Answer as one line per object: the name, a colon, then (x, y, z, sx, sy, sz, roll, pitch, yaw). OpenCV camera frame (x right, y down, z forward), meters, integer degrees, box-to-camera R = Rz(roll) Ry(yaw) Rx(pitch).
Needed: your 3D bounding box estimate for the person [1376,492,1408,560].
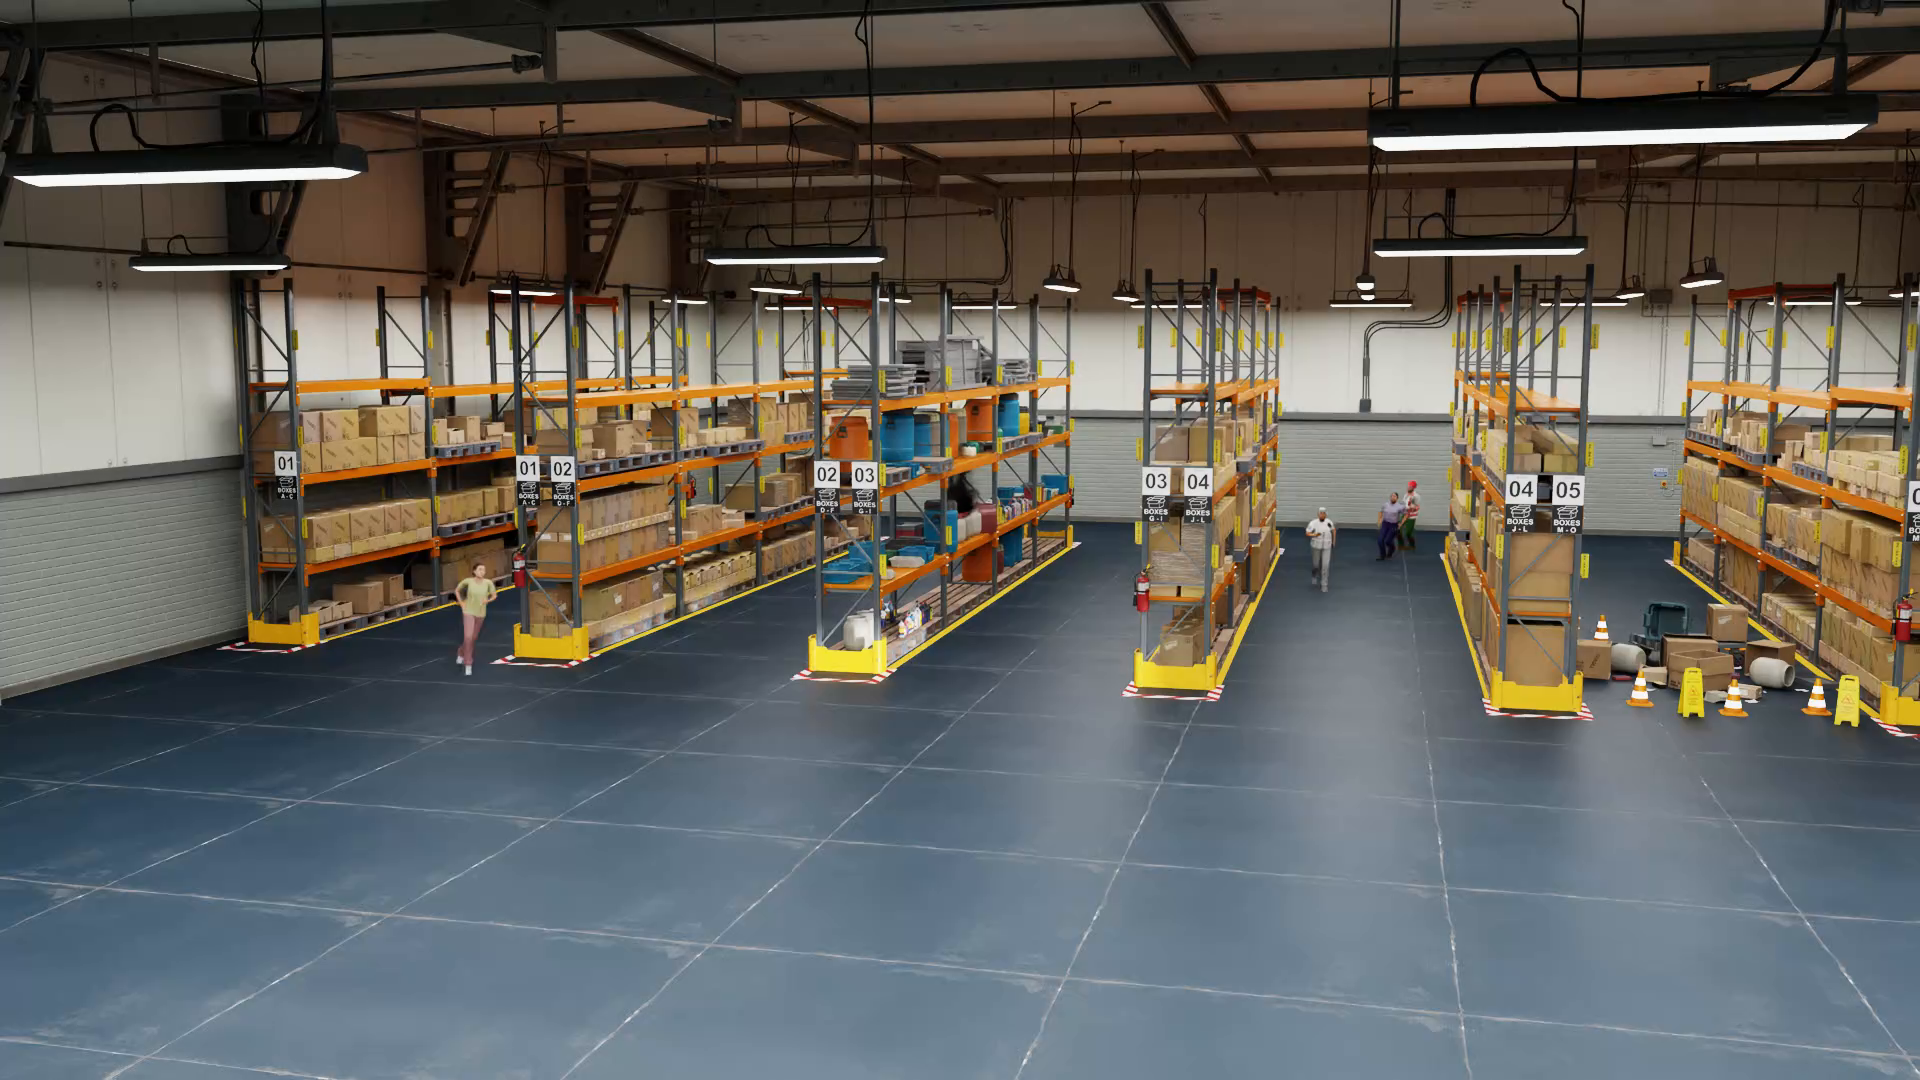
person: (9.774, -0.299, 37.722, 0.661, 1.579, 0.511, 6, 9, 39)

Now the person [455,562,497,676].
person: (-7.383, 1.157, 25.398, 0.625, 1.673, 0.889, -4, 8, -32)

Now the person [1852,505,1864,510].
person: (18.051, 0.105, 33.614, 0.715, 1.754, 0.554, 1, 7, 6)

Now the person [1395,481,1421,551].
person: (10.635, -0.550, 39.337, 0.658, 1.750, 0.792, -3, 7, -22)

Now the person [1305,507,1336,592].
person: (7.236, 0.163, 33.353, 0.637, 1.656, 0.907, 0, 7, 4)
